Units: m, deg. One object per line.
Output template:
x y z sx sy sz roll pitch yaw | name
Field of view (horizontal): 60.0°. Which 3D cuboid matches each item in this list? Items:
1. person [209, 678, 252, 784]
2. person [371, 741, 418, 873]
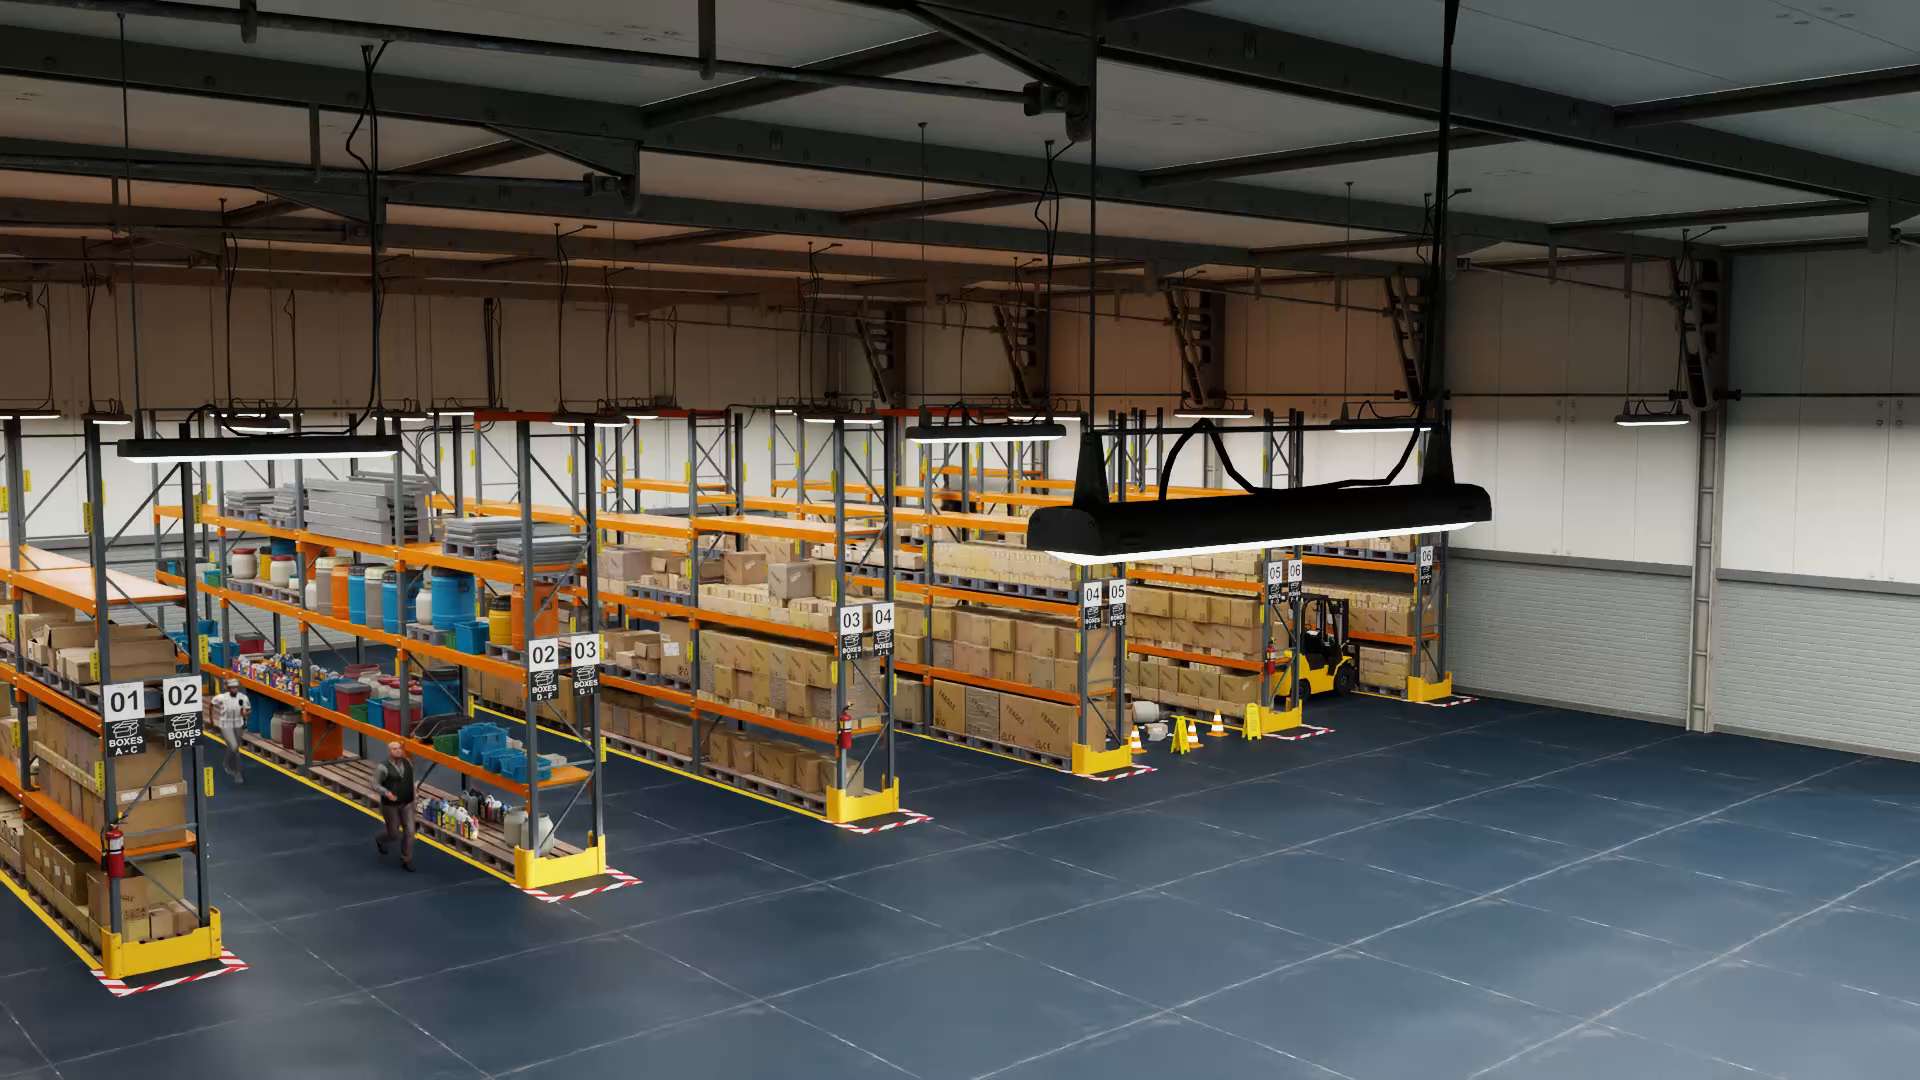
-11.966 3.105 27.309 0.599 1.736 0.832 -4 7 -40 | person
-7.540 3.539 22.247 0.662 1.719 0.864 -5 7 -44 | person
